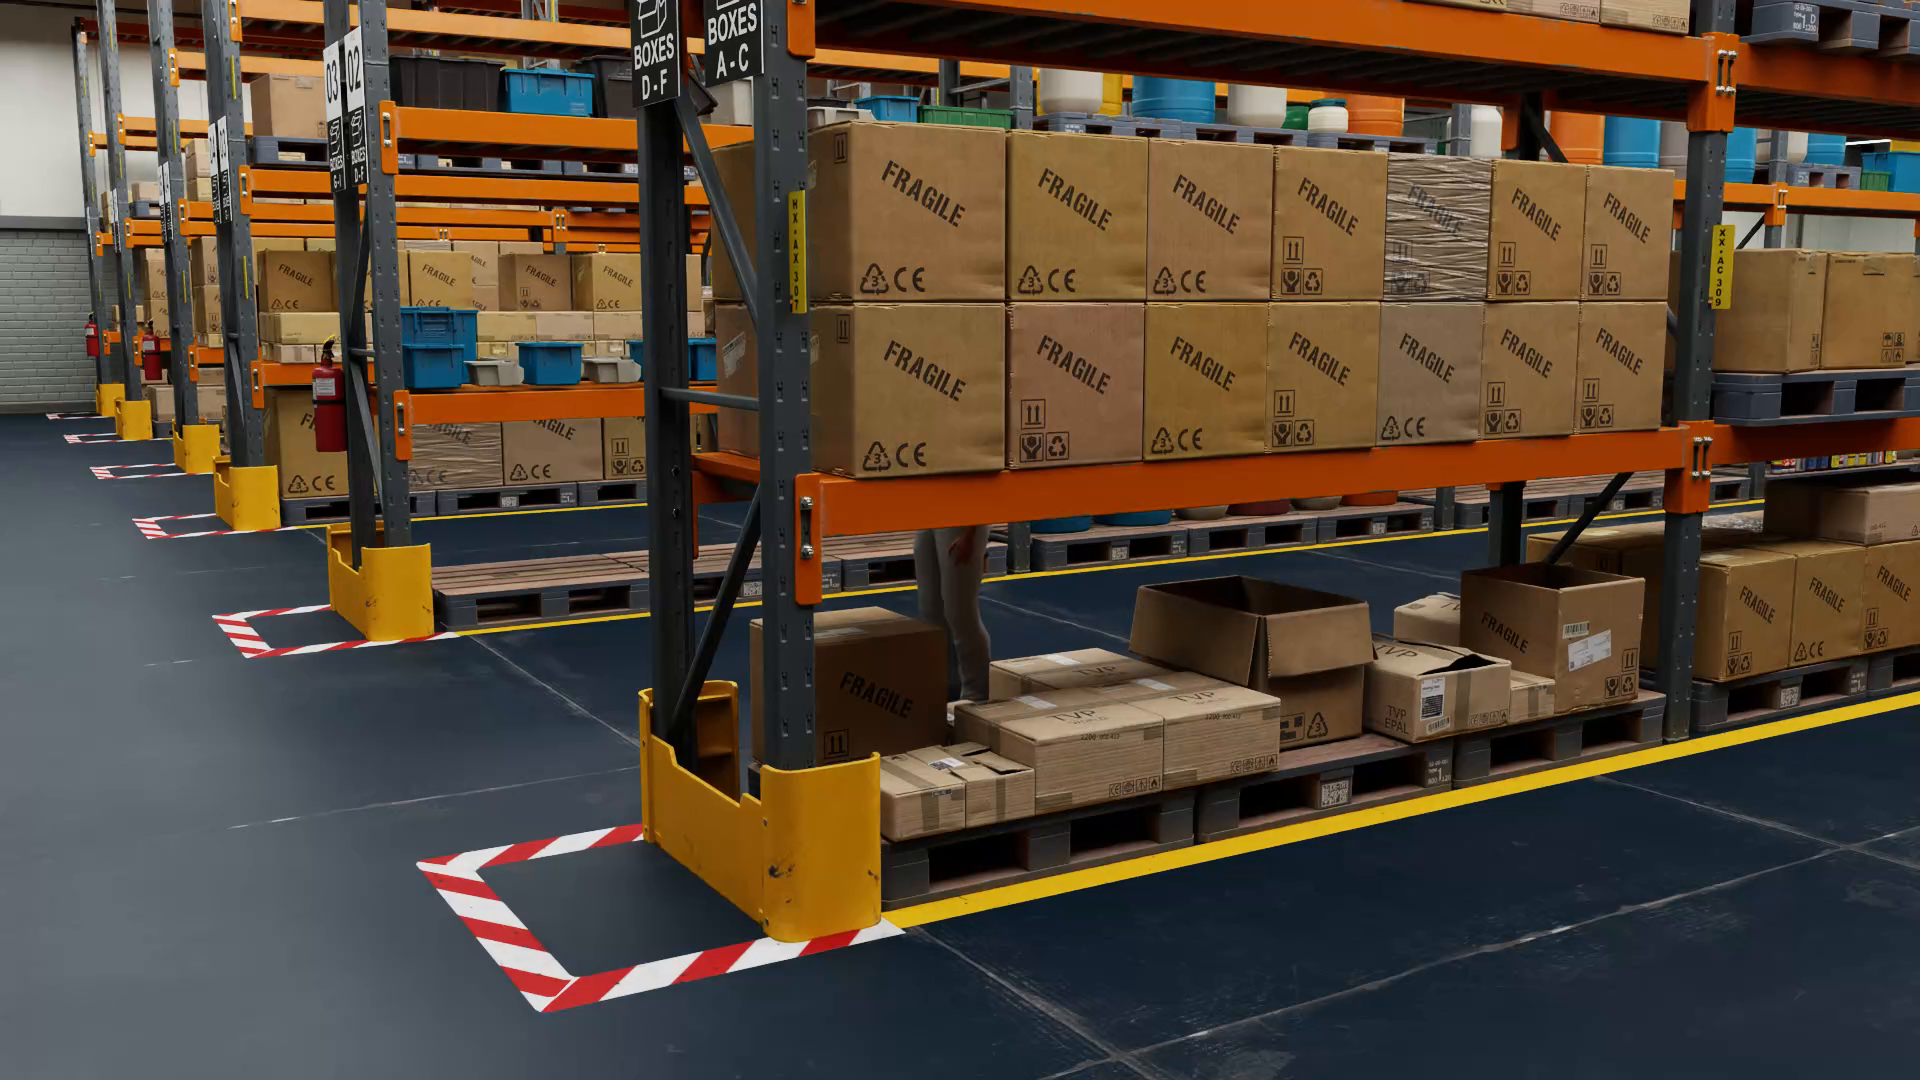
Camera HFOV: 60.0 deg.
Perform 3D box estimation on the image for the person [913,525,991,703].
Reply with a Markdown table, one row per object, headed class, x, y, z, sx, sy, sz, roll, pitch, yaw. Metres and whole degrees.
| class | x | y | z | sx | sy | sz | roll | pitch | yaw |
| --- | --- | --- | --- | --- | --- | --- | --- | --- | --- |
| person | -0.040 | -0.055 | 7.202 | 0.341 | 1.668 | 0.437 | -5 | 9 | -30 |
